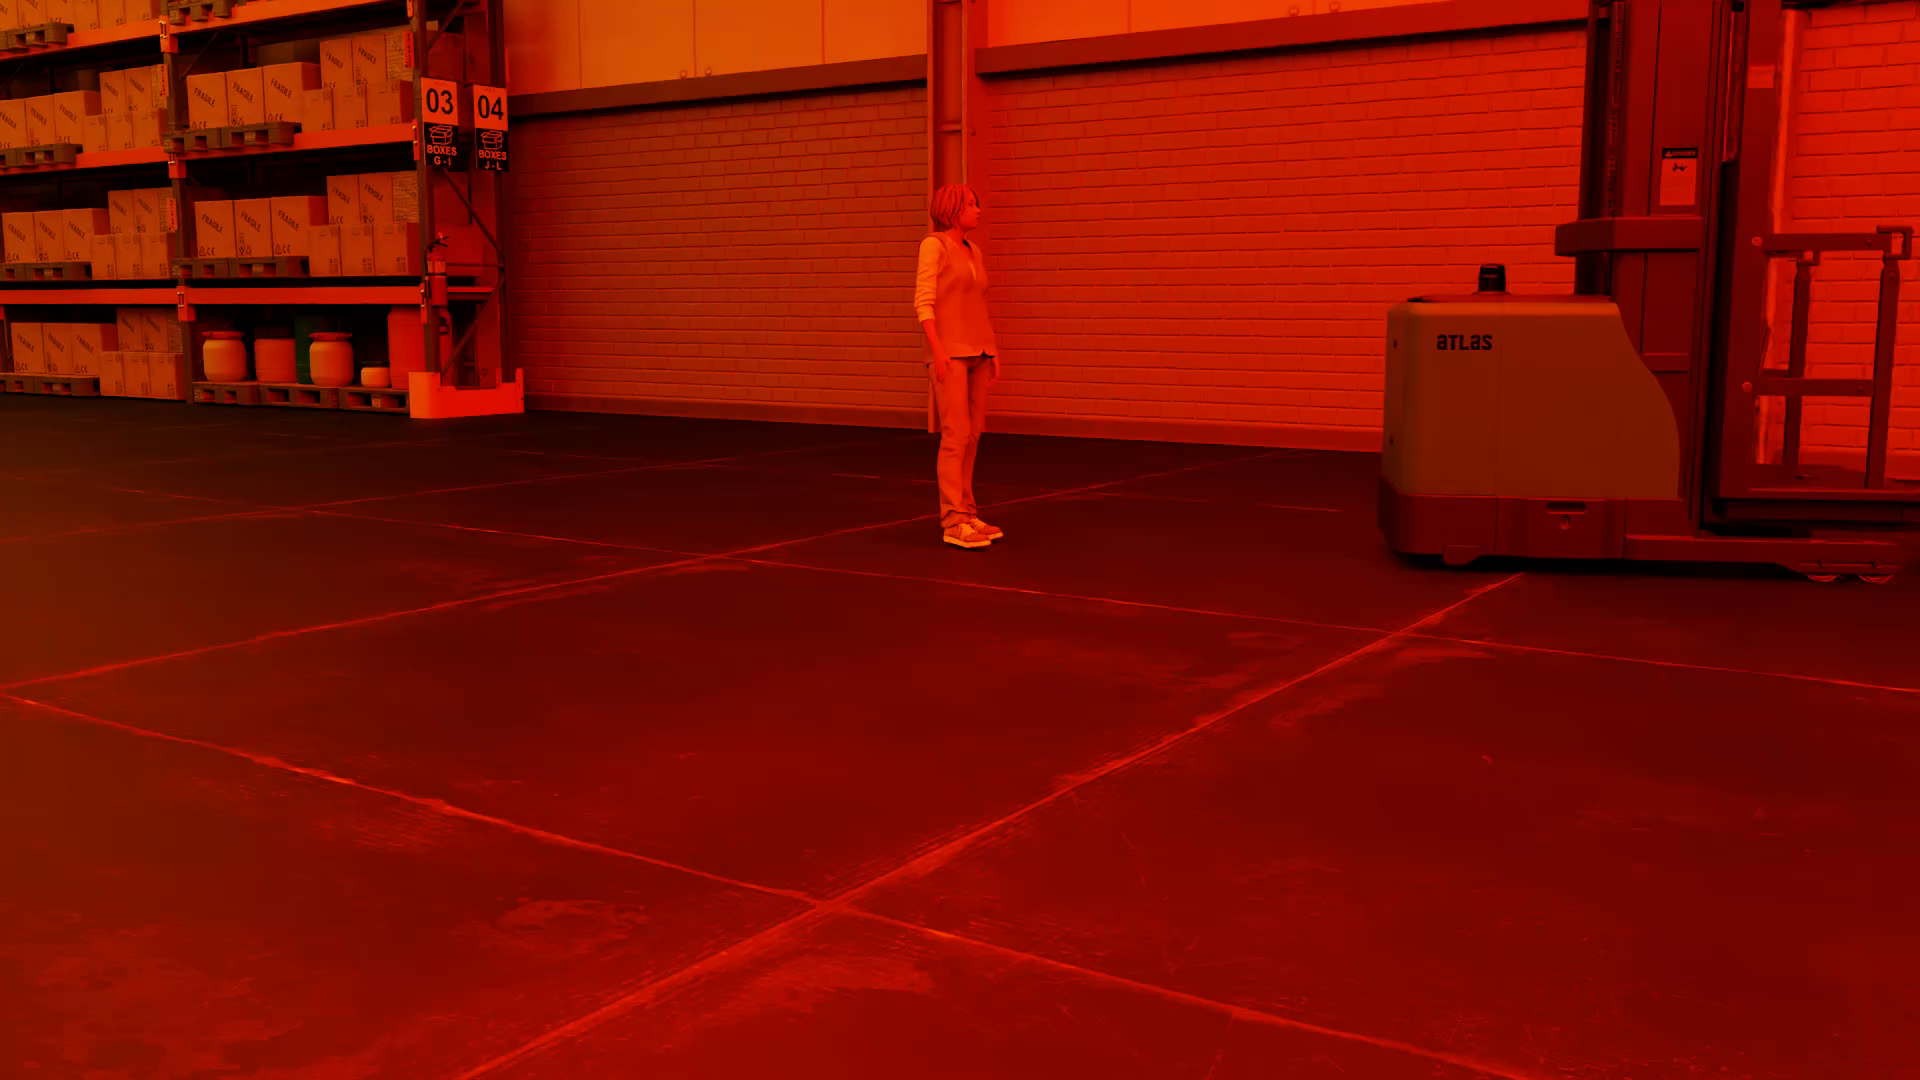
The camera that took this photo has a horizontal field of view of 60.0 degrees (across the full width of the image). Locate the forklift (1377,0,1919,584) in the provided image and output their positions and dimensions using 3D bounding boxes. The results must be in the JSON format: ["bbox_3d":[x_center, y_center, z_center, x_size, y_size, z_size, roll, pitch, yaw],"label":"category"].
[{"bbox_3d":[3.341,-1.364,6.782,3.031,2.935,1.130,1,8,9],"label":"forklift"}]

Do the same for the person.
[{"bbox_3d":[0.054,-0.790,7.438,0.473,1.599,0.521,5,10,34],"label":"person"}]
